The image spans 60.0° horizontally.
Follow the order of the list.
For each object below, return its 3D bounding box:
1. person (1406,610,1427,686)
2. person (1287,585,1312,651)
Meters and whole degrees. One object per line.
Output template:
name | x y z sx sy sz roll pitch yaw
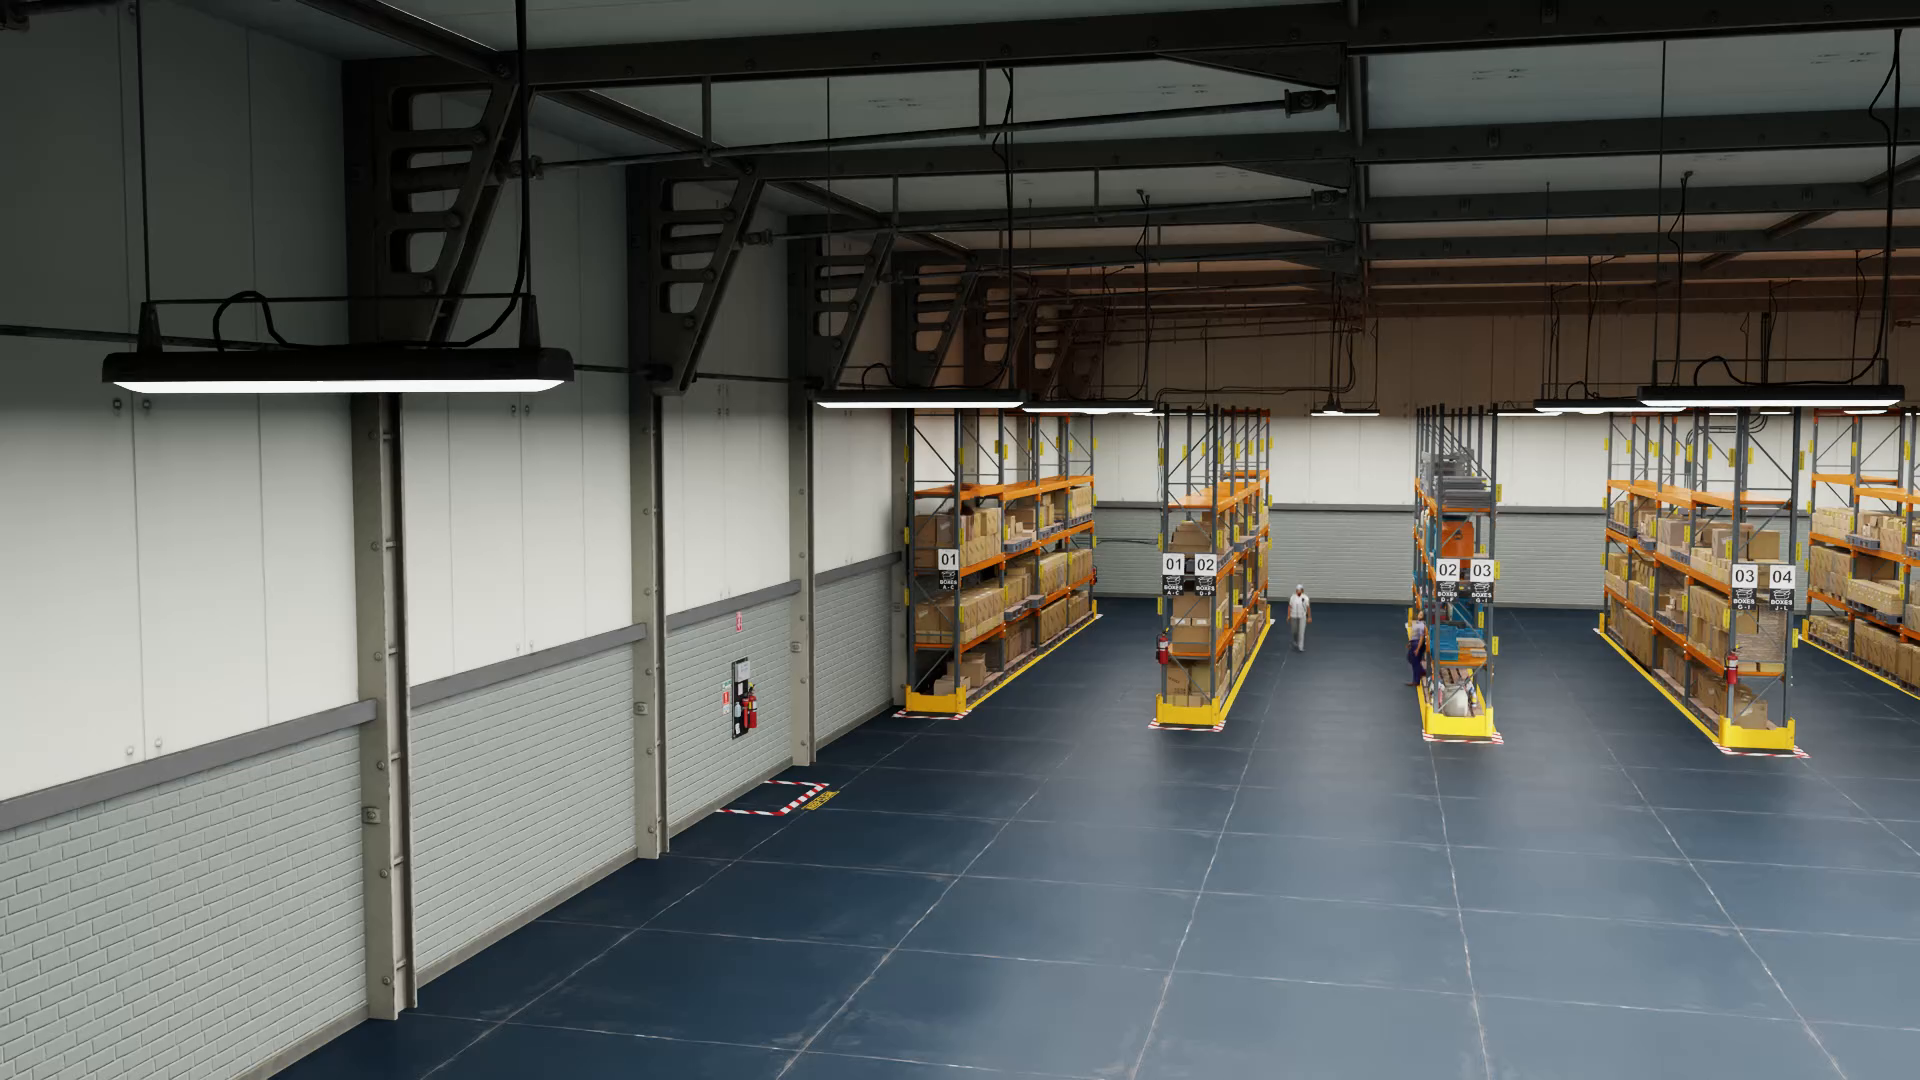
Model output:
person | 9.798 2.307 35.699 0.452 1.632 0.575 1 4 19
person | 8.414 1.914 41.219 0.606 1.628 0.927 1 4 17
